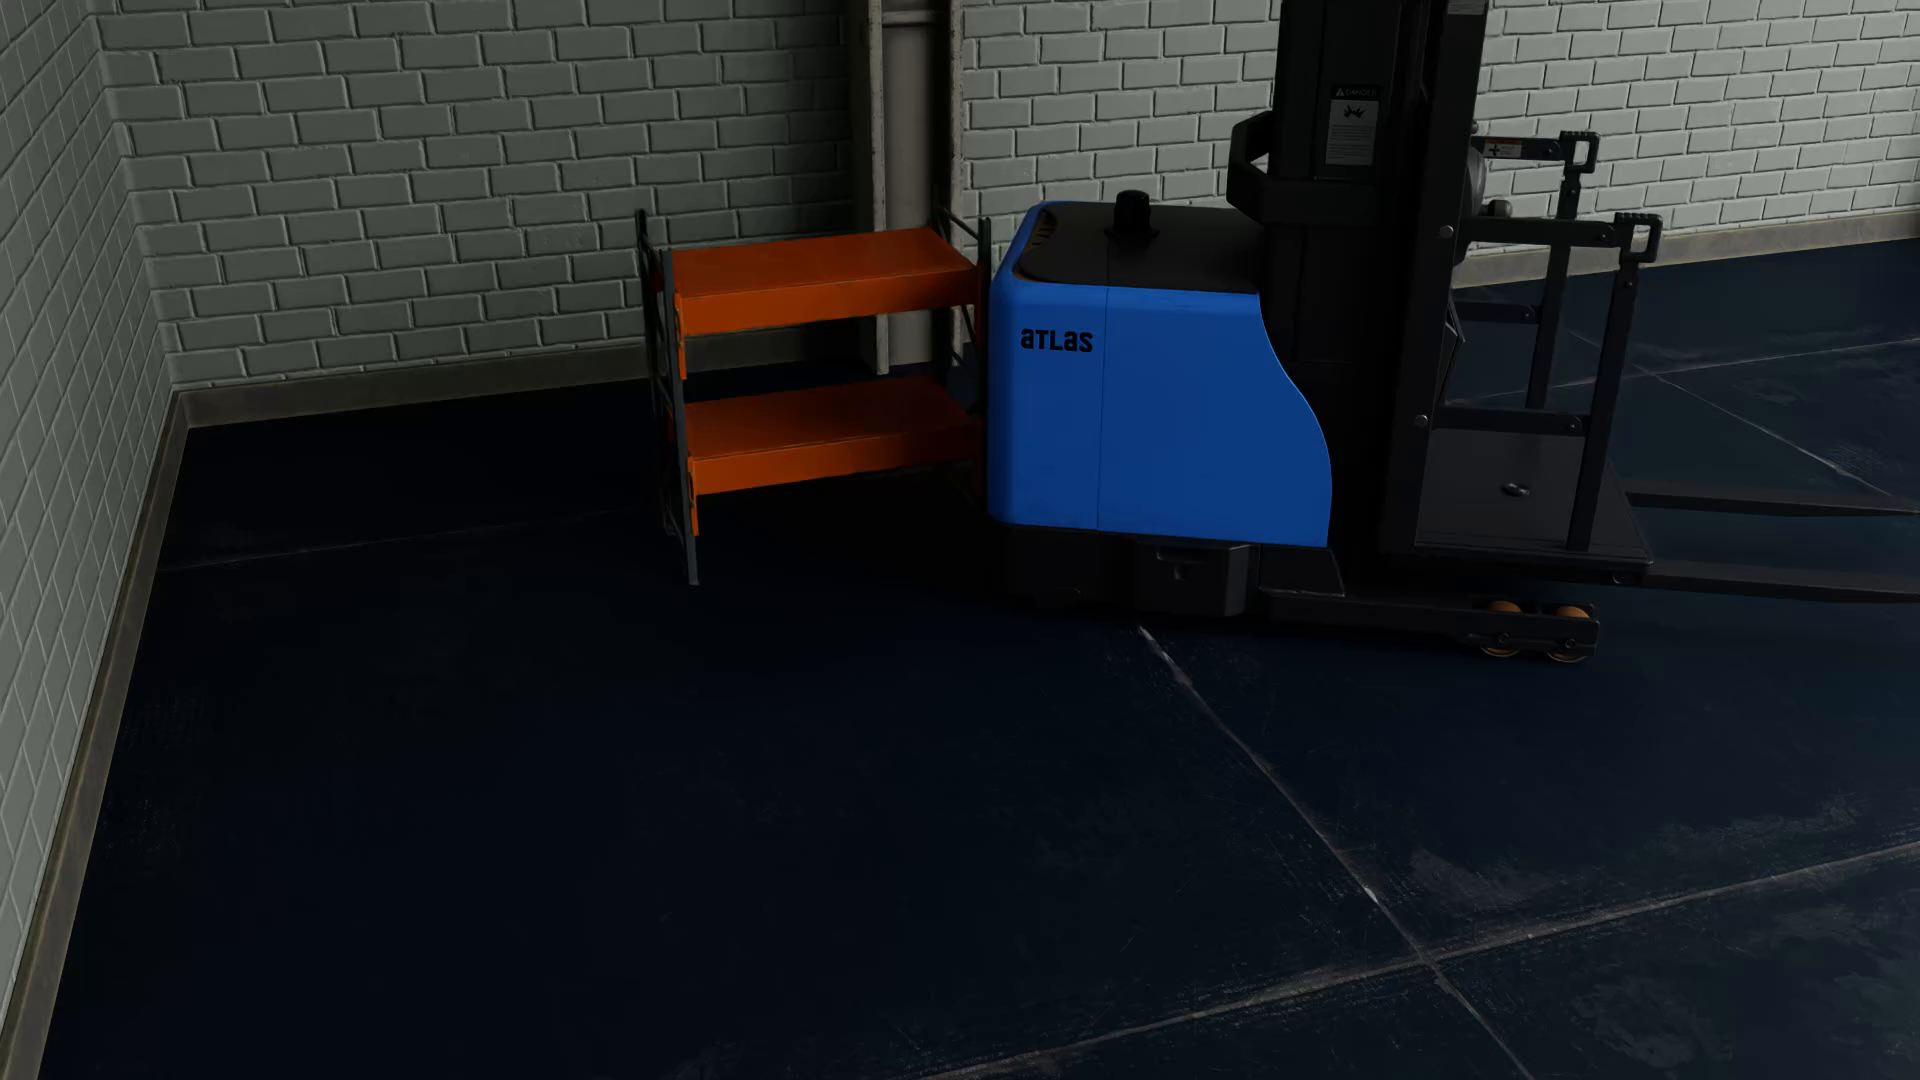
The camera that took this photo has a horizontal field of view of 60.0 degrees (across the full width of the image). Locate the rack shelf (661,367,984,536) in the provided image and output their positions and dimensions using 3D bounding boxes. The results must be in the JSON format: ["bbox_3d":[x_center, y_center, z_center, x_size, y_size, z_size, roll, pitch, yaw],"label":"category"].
[{"bbox_3d":[-0.475,-0.317,5.673,1.000,0.278,0.538,-9,28,-17],"label":"rack shelf"}]

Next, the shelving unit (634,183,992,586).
[{"bbox_3d":[-0.475,-0.536,5.564,1.048,1.125,0.538,-9,28,-17],"label":"shelving unit"}]

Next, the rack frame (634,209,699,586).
[{"bbox_3d":[-0.955,-0.461,5.414,0.032,1.125,0.500,-9,28,-17],"label":"rack frame"}]

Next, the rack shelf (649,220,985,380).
[{"bbox_3d":[-0.475,-0.798,5.434,1.000,0.278,0.538,-9,28,-17],"label":"rack shelf"}]

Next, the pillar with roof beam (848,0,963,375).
[{"bbox_3d":[1.111,-3.016,1.706,0.400,9.000,9.100,-8,28,-16],"label":"pillar with roof beam"}]

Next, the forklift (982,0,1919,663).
[{"bbox_3d":[1.636,-1.200,4.870,3.031,2.935,1.130,4,27,9],"label":"forklift"}]

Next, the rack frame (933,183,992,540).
[{"bbox_3d":[0.004,-0.610,5.715,0.032,1.125,0.500,-9,28,-17],"label":"rack frame"}]
